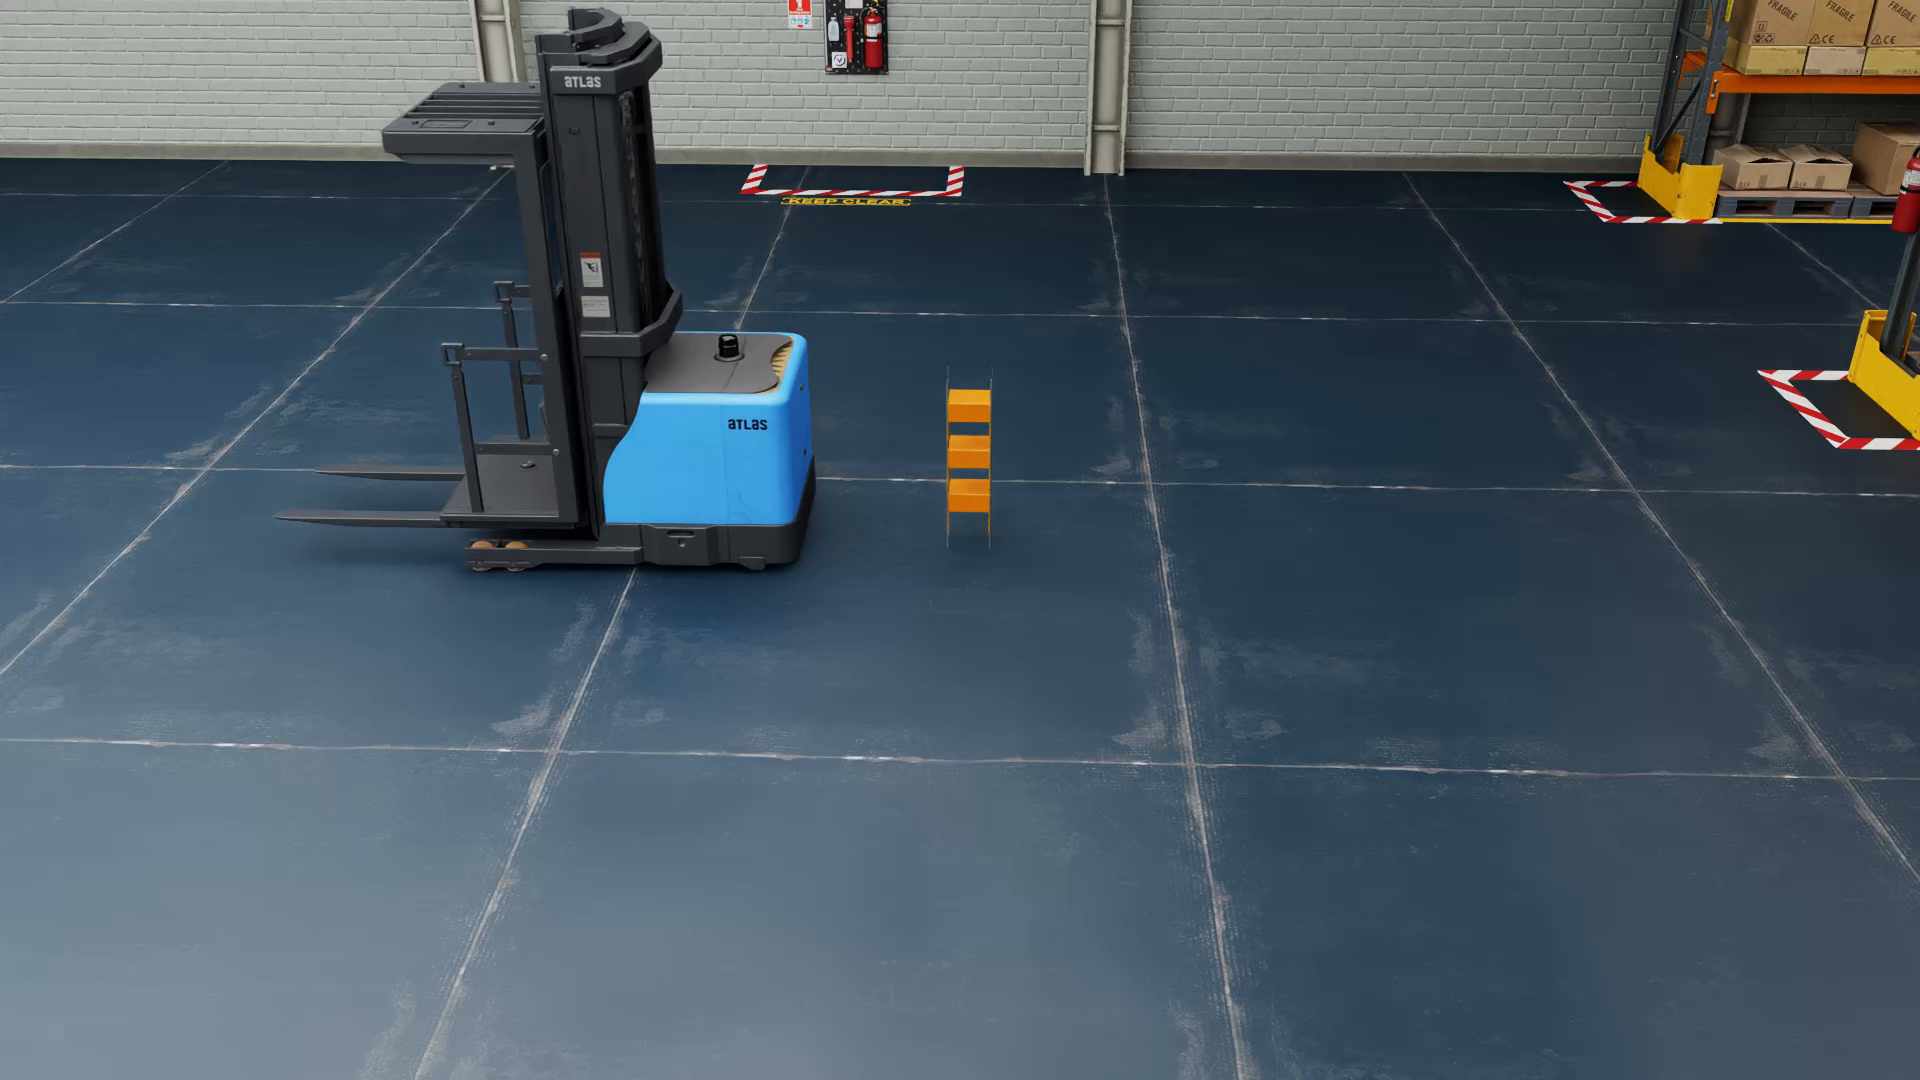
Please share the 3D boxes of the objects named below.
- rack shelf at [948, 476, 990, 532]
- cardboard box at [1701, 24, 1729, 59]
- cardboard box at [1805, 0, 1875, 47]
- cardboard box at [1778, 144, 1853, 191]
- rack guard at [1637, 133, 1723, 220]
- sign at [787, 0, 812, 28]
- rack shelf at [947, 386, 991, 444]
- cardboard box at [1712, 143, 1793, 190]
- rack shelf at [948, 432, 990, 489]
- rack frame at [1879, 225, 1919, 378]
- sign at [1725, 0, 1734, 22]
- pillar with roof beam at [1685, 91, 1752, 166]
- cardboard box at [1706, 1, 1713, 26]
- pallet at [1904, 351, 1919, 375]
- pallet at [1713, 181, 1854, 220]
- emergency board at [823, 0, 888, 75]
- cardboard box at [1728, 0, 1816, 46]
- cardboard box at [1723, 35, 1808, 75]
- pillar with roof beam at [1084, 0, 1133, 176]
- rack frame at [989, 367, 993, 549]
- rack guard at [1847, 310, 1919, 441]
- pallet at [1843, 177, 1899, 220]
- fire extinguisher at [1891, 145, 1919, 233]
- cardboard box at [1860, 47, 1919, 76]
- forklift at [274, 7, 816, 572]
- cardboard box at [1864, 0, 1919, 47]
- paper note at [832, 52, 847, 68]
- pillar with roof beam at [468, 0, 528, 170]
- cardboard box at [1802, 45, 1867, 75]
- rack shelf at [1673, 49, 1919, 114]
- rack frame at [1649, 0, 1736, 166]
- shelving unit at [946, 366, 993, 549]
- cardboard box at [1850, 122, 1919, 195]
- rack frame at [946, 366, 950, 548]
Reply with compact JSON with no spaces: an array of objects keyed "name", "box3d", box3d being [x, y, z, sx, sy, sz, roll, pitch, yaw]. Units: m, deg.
[{"name":"rack shelf","box3d":[0.053,-0.208,9.638,0.240,0.259,0.215,1,28,2]},{"name":"cardboard box","box3d":[7.190,-4.576,15.319,0.500,0.250,0.500,1,28,3]},{"name":"cardboard box","box3d":[7.676,-4.663,14.682,0.500,0.500,0.500,1,28,2]},{"name":"cardboard box","box3d":[7.974,-3.494,15.540,0.500,0.311,0.500,3,28,6]},{"name":"rack guard","box3d":[6.792,-3.445,15.715,0.348,0.500,1.175,1,28,2]},{"name":"sign","box3d":[-1.567,-5.175,16.272,0.234,0.329,0.001,1,28,2]},{"name":"rack shelf","box3d":[0.053,-0.704,9.374,0.240,0.259,0.215,1,28,2]},{"name":"cardboard box","box3d":[7.404,-3.504,15.558,0.500,0.311,0.500,-2,28,-4]},{"name":"rack shelf","box3d":[0.053,-0.454,9.507,0.240,0.259,0.215,1,28,2]},{"name":"rack frame","box3d":[6.545,-2.232,10.758,0.127,3.000,1.000,1,28,2]},{"name":"sign","box3d":[6.697,-4.679,14.450,0.005,0.325,0.100,1,28,2]},{"name":"pillar with roof beam","box3d":[7.294,-5.580,10.668,0.400,9.000,9.100,1,28,2]},{"name":"cardboard box","box3d":[7.195,-4.916,15.160,0.500,0.500,0.500,1,28,1]},{"name":"pallet","box3d":[7.311,-1.007,11.424,1.213,0.211,1.003,1,28,2]},{"name":"pallet","box3d":[7.603,-3.287,15.726,1.213,0.211,1.003,1,28,2]},{"name":"emergency board","box3d":[-1.018,-5.102,16.172,0.643,1.169,0.194,1,28,2]},{"name":"cardboard box","box3d":[7.182,-4.676,14.706,0.500,0.500,0.500,1,28,2]},{"name":"cardboard box","box3d":[7.192,-4.337,14.867,0.500,0.250,0.500,0,28,0]},{"name":"pillar with roof beam","box3d":[1.298,-5.679,10.855,0.400,9.000,9.100,1,28,2]},{"name":"rack frame","box3d":[0.175,-0.461,9.499,0.008,1.050,0.200,1,28,2]},{"name":"rack guard","box3d":[6.521,-1.128,11.344,0.348,0.500,1.175,1,28,2]},{"name":"pallet","box3d":[8.819,-3.266,15.686,1.213,0.211,1.003,1,28,2]},{"name":"fire extinguisher","box3d":[6.443,-2.417,11.190,0.183,0.674,0.296,1,28,2]},{"name":"cardboard box","box3d":[8.221,-4.323,14.842,0.500,0.250,0.500,1,28,1]},{"name":"forklift","box3d":[-2.410,-1.363,9.193,3.031,2.935,1.130,1,28,2]},{"name":"cardboard box","box3d":[8.192,-4.652,14.661,0.500,0.500,0.500,0,28,0]},{"name":"paper note","box3d":[-1.193,-4.748,16.445,0.142,0.148,0.016,1,28,2]},{"name":"pillar with roof beam","box3d":[-4.698,-5.778,11.042,0.400,9.000,9.100,1,28,2]},{"name":"cardboard box","box3d":[7.712,-4.335,14.863,0.500,0.250,0.500,0,28,0]},{"name":"rack shelf","box3d":[8.715,-4.200,15.238,4.000,0.370,1.077,1,28,2]},{"name":"rack frame","box3d":[6.716,-4.551,15.132,0.127,3.000,1.000,1,28,2]},{"name":"shelving unit","box3d":[0.053,-0.463,9.502,0.252,1.050,0.215,1,28,2]},{"name":"cardboard box","box3d":[8.705,-3.542,15.429,0.500,0.500,0.700,-1,28,-1]},{"name":"rack frame","box3d":[-0.068,-0.465,9.506,0.008,1.050,0.200,1,28,2]}]
